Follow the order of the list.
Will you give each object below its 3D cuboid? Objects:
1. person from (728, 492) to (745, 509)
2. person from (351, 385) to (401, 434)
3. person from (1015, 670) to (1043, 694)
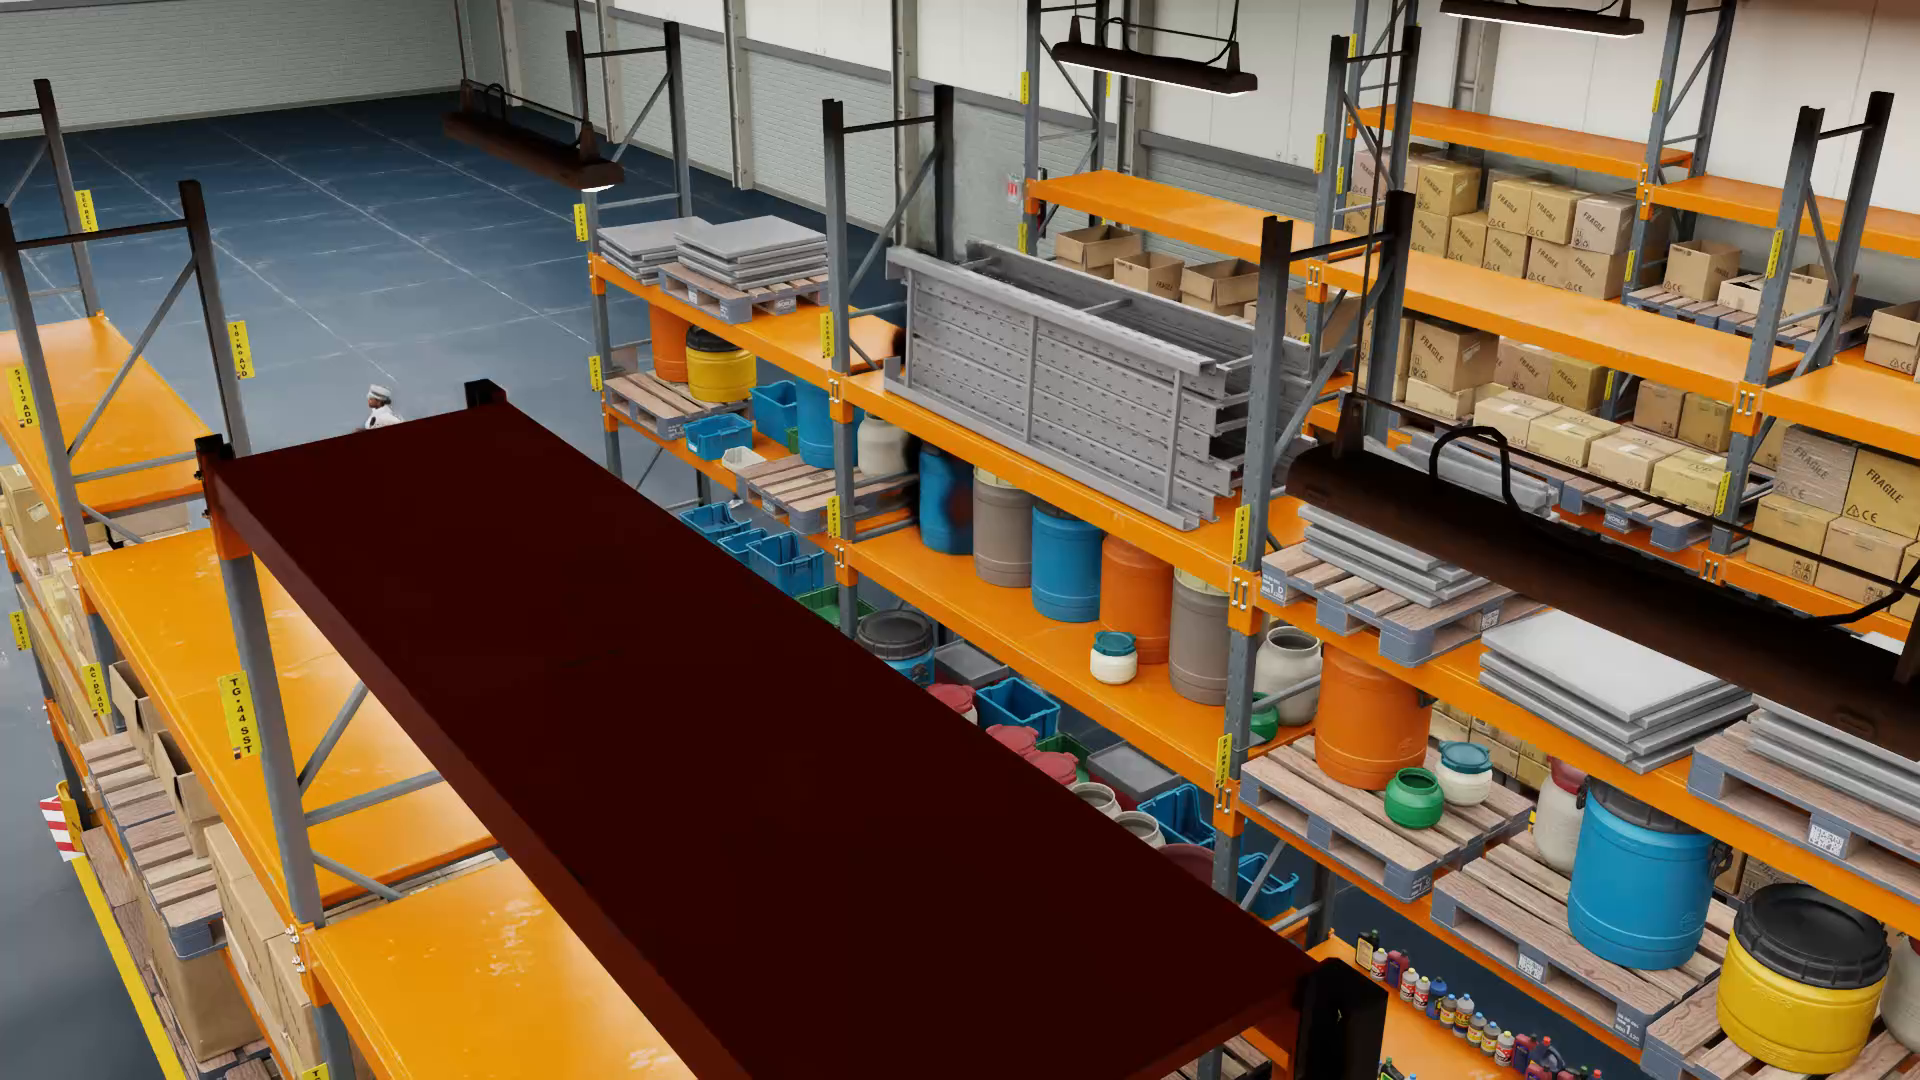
[{"bbox_3d":[-2.349,-1.141,19.620,0.954,1.586,0.536,-6,25,-13],"label":"person"},{"bbox_3d":[-6.536,-0.953,18.987,0.870,1.718,0.570,-7,26,-14],"label":"person"},{"bbox_3d":[0.597,0.883,14.228,0.672,1.824,0.803,-17,30,-32],"label":"person"}]
